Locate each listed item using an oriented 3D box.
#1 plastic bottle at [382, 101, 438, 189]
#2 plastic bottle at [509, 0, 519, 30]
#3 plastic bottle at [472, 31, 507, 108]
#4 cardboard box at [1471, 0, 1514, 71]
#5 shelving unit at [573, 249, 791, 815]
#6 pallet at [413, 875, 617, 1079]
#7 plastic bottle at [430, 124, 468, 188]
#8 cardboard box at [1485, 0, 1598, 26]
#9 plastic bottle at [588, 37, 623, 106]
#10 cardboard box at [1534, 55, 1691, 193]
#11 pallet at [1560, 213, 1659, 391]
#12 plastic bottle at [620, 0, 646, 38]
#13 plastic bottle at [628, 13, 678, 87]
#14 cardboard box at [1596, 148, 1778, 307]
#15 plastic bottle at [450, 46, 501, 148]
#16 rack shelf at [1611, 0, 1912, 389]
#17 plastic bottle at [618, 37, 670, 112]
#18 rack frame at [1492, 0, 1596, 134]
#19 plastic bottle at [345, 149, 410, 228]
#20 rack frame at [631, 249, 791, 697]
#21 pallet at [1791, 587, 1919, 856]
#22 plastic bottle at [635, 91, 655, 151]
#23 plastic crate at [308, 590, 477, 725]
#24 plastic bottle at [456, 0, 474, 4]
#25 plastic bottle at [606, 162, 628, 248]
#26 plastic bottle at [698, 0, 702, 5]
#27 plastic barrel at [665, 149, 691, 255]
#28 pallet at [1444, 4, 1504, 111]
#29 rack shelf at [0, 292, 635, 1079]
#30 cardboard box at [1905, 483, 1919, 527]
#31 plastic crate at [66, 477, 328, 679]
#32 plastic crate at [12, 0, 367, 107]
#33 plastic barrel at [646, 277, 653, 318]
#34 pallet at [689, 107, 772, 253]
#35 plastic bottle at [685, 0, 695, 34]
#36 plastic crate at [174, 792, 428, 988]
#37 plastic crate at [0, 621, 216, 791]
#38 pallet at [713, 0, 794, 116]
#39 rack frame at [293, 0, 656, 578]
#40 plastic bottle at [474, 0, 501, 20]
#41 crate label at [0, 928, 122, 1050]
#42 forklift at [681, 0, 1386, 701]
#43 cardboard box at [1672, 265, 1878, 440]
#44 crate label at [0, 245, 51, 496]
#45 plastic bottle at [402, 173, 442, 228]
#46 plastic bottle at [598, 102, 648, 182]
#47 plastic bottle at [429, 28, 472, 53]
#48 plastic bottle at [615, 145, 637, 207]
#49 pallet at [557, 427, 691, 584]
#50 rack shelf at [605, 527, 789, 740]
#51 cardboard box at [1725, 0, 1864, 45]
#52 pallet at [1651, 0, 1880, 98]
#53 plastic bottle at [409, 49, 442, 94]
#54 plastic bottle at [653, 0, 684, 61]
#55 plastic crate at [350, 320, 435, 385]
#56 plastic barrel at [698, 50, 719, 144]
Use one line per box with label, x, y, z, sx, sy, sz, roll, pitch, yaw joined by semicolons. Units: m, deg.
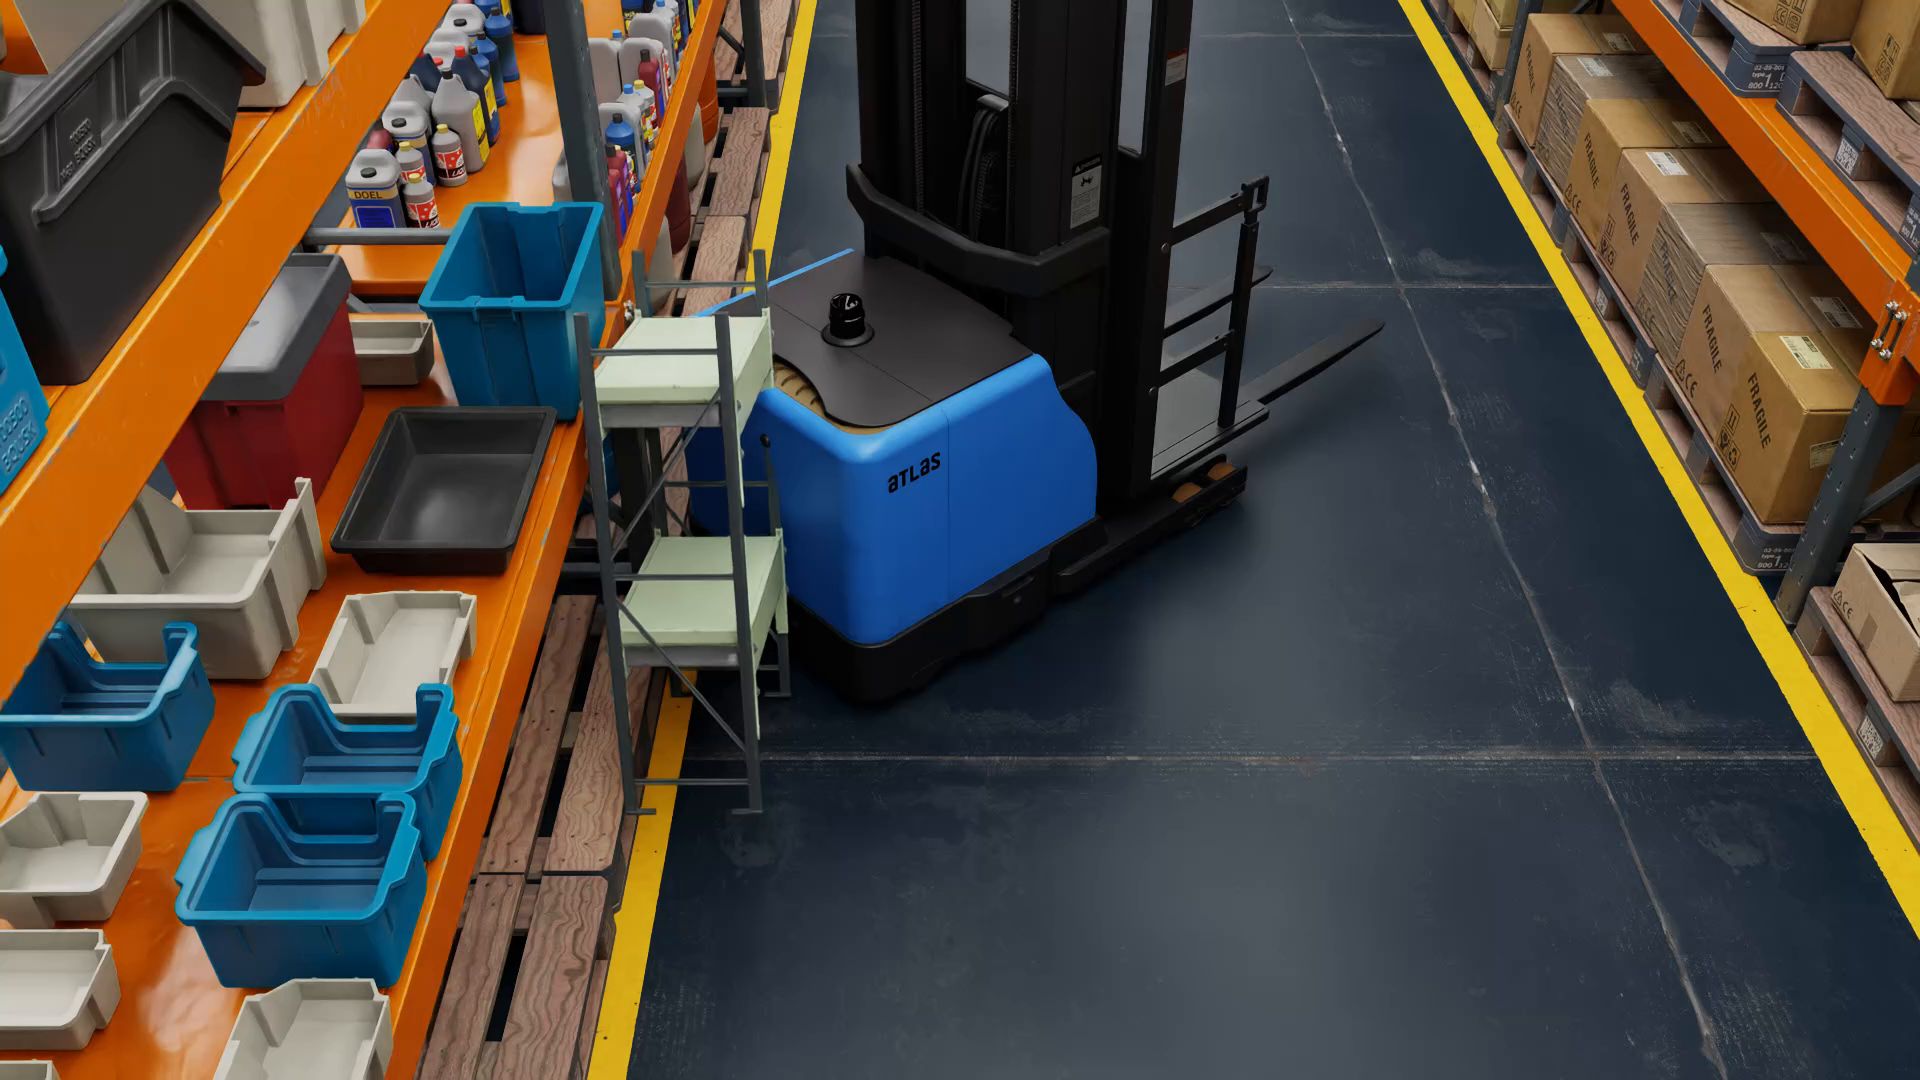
plastic bottle;-1.864;-1.328;5.608;0.152;0.276;0.135;0;39;0
plastic bottle;-1.866;-2.217;6.717;0.152;0.276;0.135;0;39;0
plastic bottle;-1.740;-1.737;6.122;0.097;0.271;0.097;0;39;0
cardboard box;3.164;-2.824;9.238;0.500;0.250;0.500;1;39;1
shelving unit;-0.781;-0.034;4.924;0.431;1.500;0.755;0;22;1
pallet;-1.496;1.411;4.320;1.003;0.211;1.213;0;39;0
plastic bottle;-1.739;-1.311;5.646;0.097;0.201;0.097;0;39;0
cardboard box;3.162;-3.042;9.061;0.500;0.311;0.500;1;39;1
plastic bottle;-1.312;-1.722;6.099;0.152;0.276;0.135;0;39;0
cardboard box;3.130;-1.988;7.980;0.500;0.500;0.500;-1;39;-2
pallet;3.371;-1.088;7.439;1.003;0.211;1.213;0;39;0
plastic bottle;-1.278;-2.060;6.524;0.097;0.271;0.097;0;39;0
plastic bottle;-1.161;-1.867;6.280;0.152;0.276;0.135;0;39;0
cardboard box;3.131;-1.348;7.181;0.500;0.500;0.500;-1;39;-2
plastic bottle;-1.724;-1.573;5.853;0.144;0.351;0.185;0;39;0
rack shelf;3.411;-1.873;6.764;1.077;0.370;4.000;0;39;0
plastic bottle;-1.160;-1.722;6.099;0.152;0.276;0.135;0;39;0
rack frame;3.409;-3.404;8.100;1.000;3.000;0.127;0;39;0
plastic bottle;-1.863;-1.100;5.323;0.152;0.276;0.135;0;39;0
rack frame;-0.773;-0.174;5.262;0.400;1.500;0.023;0;22;1
pallet;3.413;0.615;5.314;1.003;0.211;1.213;0;39;0
plastic bottle;-1.133;-1.476;5.852;0.097;0.201;0.097;0;39;0
plastic crate;-1.237;0.266;3.682;0.293;0.136;0.466;0;39;0
plastic bottle;-1.911;-2.020;6.465;0.061;0.283;0.133;0;39;0
plastic bottle;-1.114;-1.086;5.300;0.061;0.283;0.133;0;39;0
plastic bottle;-1.116;-2.390;6.927;0.061;0.283;0.133;0;39;0
plastic barrel;-1.525;-1.614;7.458;0.600;0.588;0.708;0;39;0
pallet;3.447;-2.831;9.614;1.003;0.211;1.213;0;39;0
rack shelf;-1.537;0.630;3.641;1.077;0.370;4.000;0;39;0
cardboard box;3.657;-0.402;6.000;0.500;0.500;0.500;-2;39;-2
plastic crate;-1.722;0.076;3.803;0.437;0.282;0.530;0;39;0
plastic crate;-1.229;-0.911;2.684;0.437;0.282;0.530;0;39;0
plastic barrel;-1.524;-1.030;6.479;0.600;0.901;0.708;0;39;0
pallet;-1.502;-1.822;8.355;1.003;0.211;1.213;0;39;0
plastic bottle;-1.116;-2.191;6.679;0.061;0.283;0.133;0;39;0
plastic crate;-1.208;0.664;3.109;0.416;0.233;0.300;0;39;0
plastic crate;-1.794;0.357;3.491;0.416;0.233;0.300;0;39;0
pallet;-1.506;-2.799;9.575;1.003;0.211;1.213;0;39;0
rack frame;-1.540;-0.902;4.977;1.000;3.000;0.127;0;39;0
plastic bottle;-1.832;-2.027;6.483;0.097;0.271;0.097;0;39;0
crate label;-1.728;0.814;2.999;0.396;0.136;0.243;0;39;0
forklift;0.465;-1.410;5.666;3.031;2.935;1.130;-30;47;-32
cardboard box;3.134;-0.717;6.393;0.500;0.500;0.500;0;39;0
crate label;-1.213;-0.090;1.684;0.408;0.251;0.502;0;39;0
plastic bottle;-1.739;-1.082;5.361;0.097;0.201;0.097;0;39;0
plastic bottle;-1.160;-1.372;5.662;0.152;0.276;0.135;0;39;0
plastic bottle;-1.865;-1.728;6.106;0.152;0.276;0.135;0;39;0
plastic bottle;-1.132;-1.209;5.519;0.097;0.201;0.097;0;39;0
pallet;-1.499;-0.296;6.451;1.003;0.211;1.213;0;39;0
rack shelf;-0.777;0.267;5.049;0.431;0.370;0.720;0;22;1
cardboard box;3.350;-2.211;6.194;0.700;0.500;0.500;-9;40;-11
pallet;3.416;-2.113;6.642;1.003;0.211;1.213;0;39;0
plastic bottle;-1.868;-1.573;5.853;0.144;0.351;0.185;0;39;0
plastic bottle;-1.133;-1.999;6.448;0.097;0.271;0.097;0;39;0
plastic crate;-1.682;-0.531;4.677;0.396;0.136;0.243;0;39;0
plastic barrel;-1.527;-2.414;8.264;0.600;0.830;0.708;0;39;0
